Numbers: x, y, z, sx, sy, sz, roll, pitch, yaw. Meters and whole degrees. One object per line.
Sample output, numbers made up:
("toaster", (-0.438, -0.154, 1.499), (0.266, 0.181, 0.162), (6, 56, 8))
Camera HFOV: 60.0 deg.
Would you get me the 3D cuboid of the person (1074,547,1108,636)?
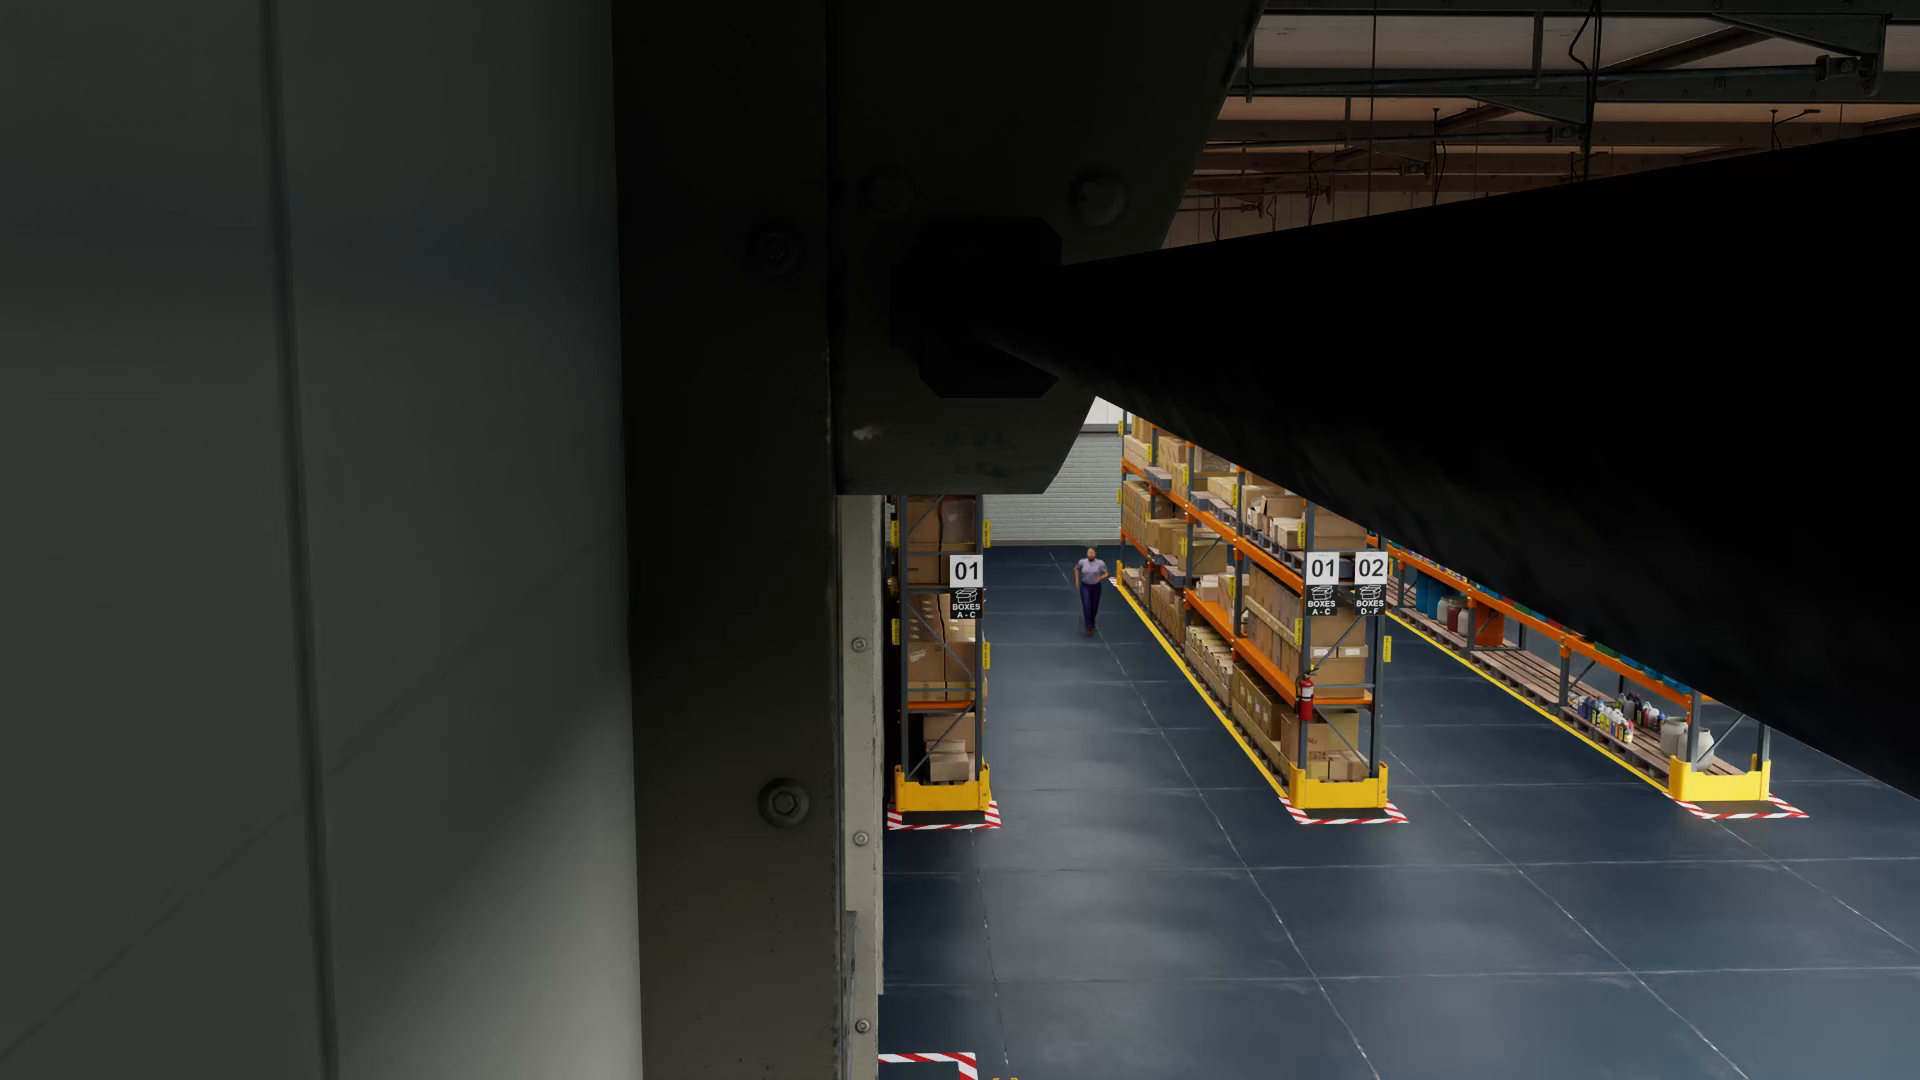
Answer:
("person", (2.472, 0.924, 31.096), (0.621, 1.602, 0.993), (0, 8, -2))
